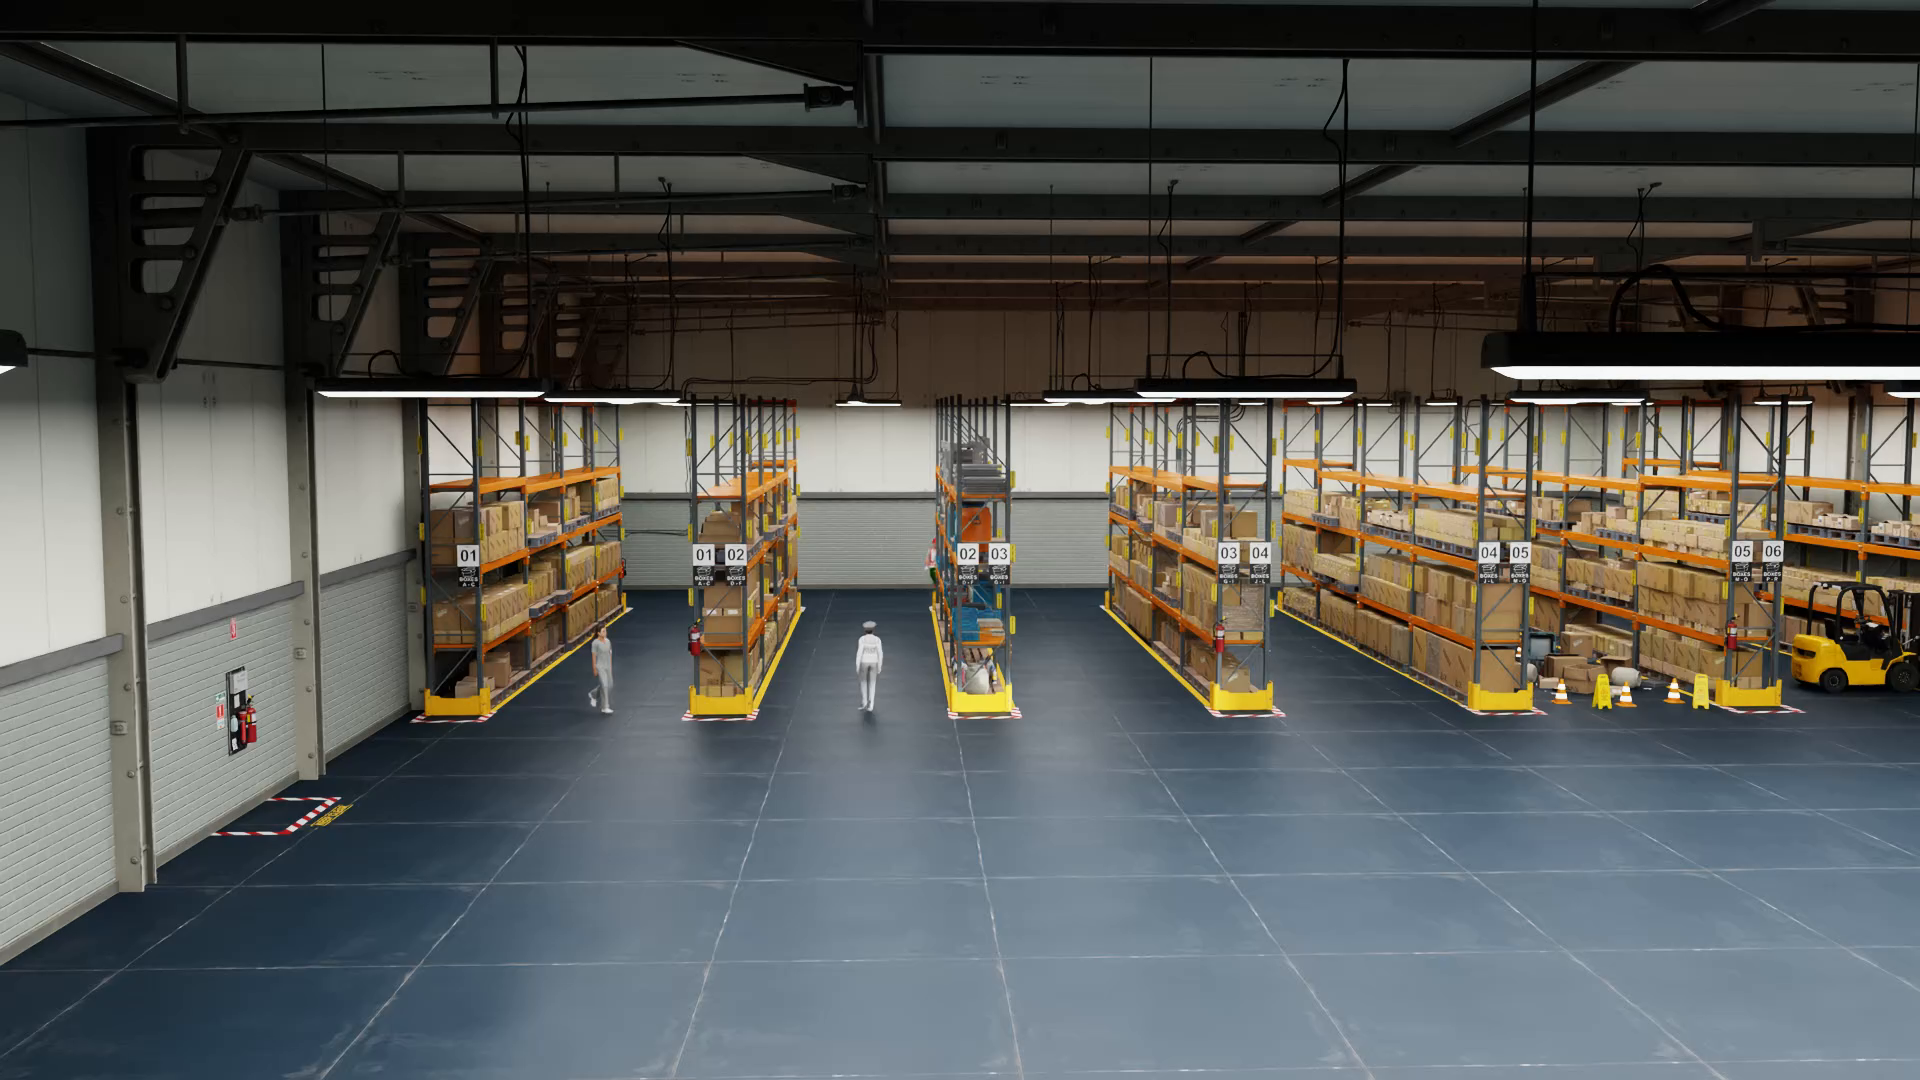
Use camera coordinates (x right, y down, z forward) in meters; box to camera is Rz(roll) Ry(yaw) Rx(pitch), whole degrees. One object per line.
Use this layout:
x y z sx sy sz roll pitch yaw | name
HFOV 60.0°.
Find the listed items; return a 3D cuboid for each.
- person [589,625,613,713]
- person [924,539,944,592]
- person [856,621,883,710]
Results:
-6.789 2.410 31.409 0.752 1.645 0.470 3 6 37 | person
-0.787 0.835 50.760 0.571 1.718 1.049 1 5 16 | person
-1.724 2.421 31.658 0.517 1.737 0.580 0 5 -6 | person
